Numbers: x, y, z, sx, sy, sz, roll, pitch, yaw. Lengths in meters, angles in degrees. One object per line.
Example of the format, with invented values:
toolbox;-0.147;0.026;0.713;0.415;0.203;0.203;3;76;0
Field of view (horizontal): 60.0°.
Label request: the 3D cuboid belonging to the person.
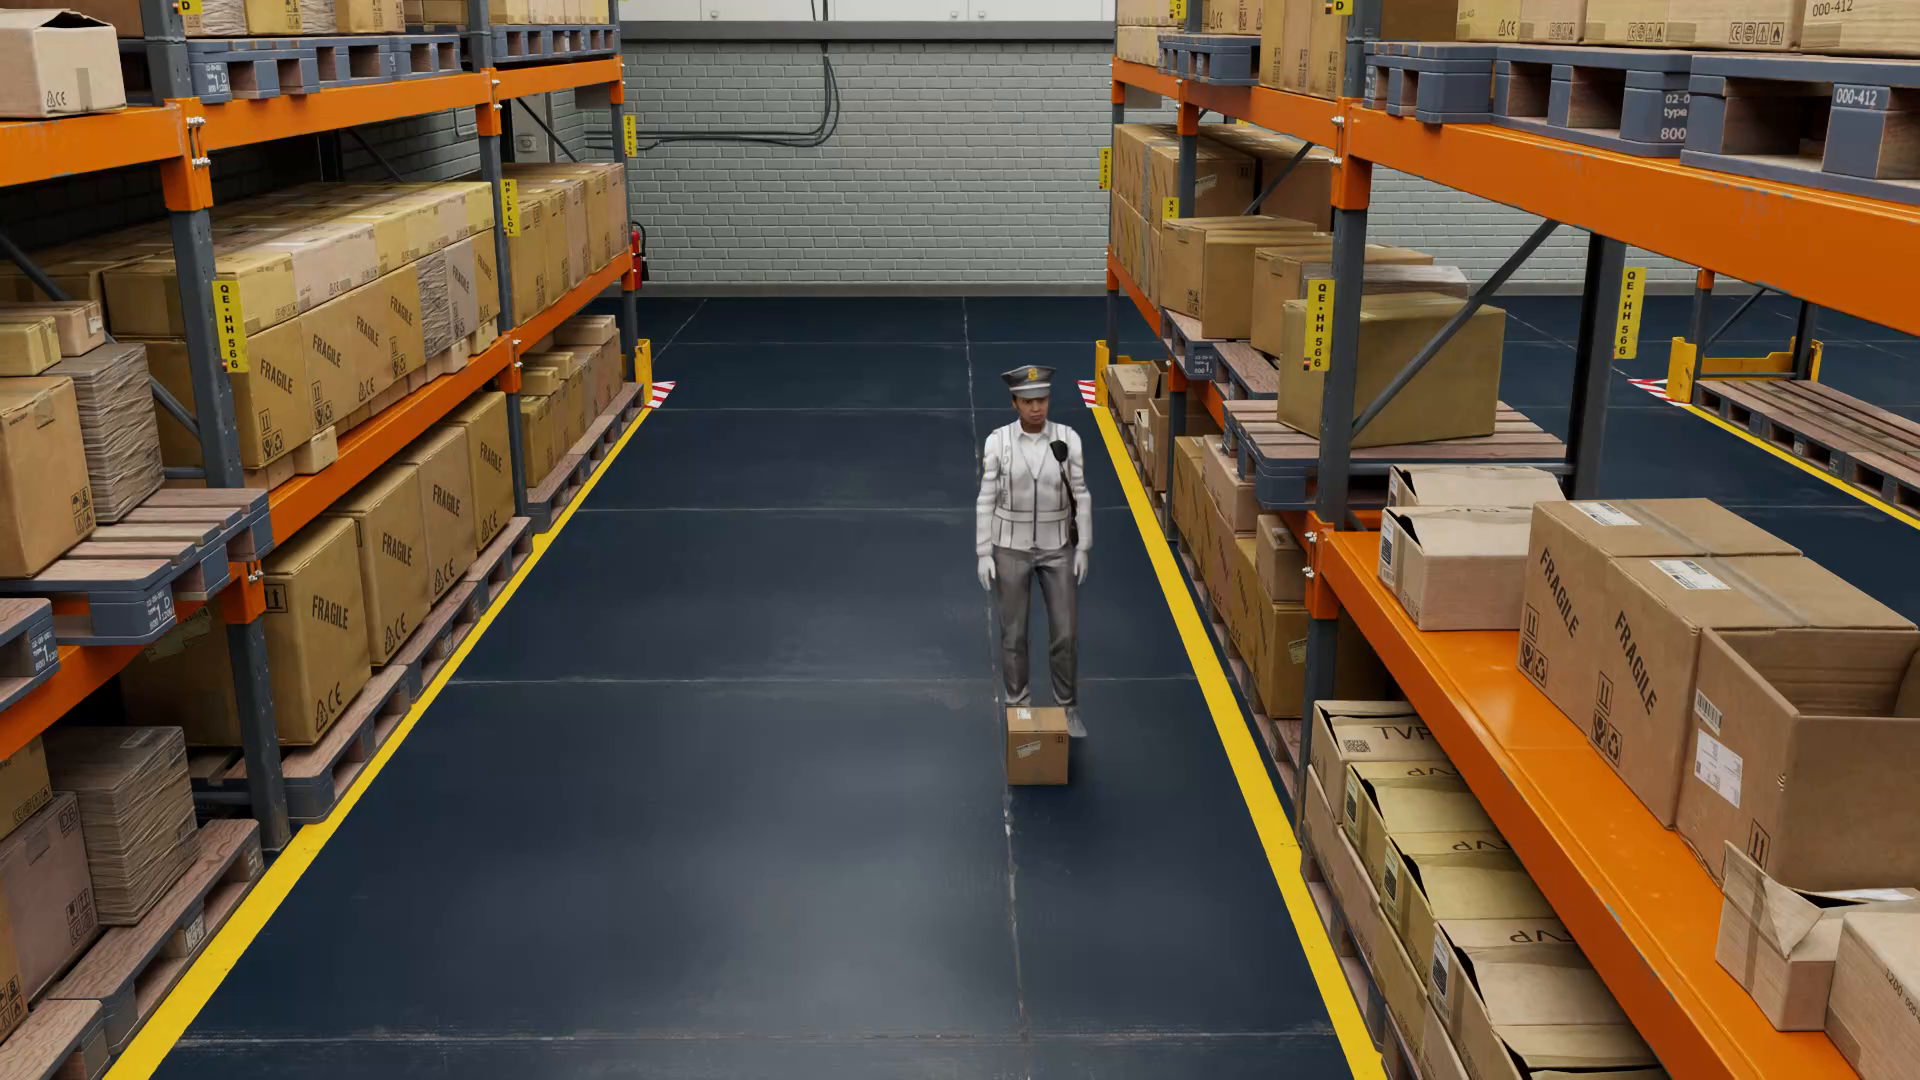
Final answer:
person;0.335;0.078;7.332;0.514;1.735;0.377;0;17;0
